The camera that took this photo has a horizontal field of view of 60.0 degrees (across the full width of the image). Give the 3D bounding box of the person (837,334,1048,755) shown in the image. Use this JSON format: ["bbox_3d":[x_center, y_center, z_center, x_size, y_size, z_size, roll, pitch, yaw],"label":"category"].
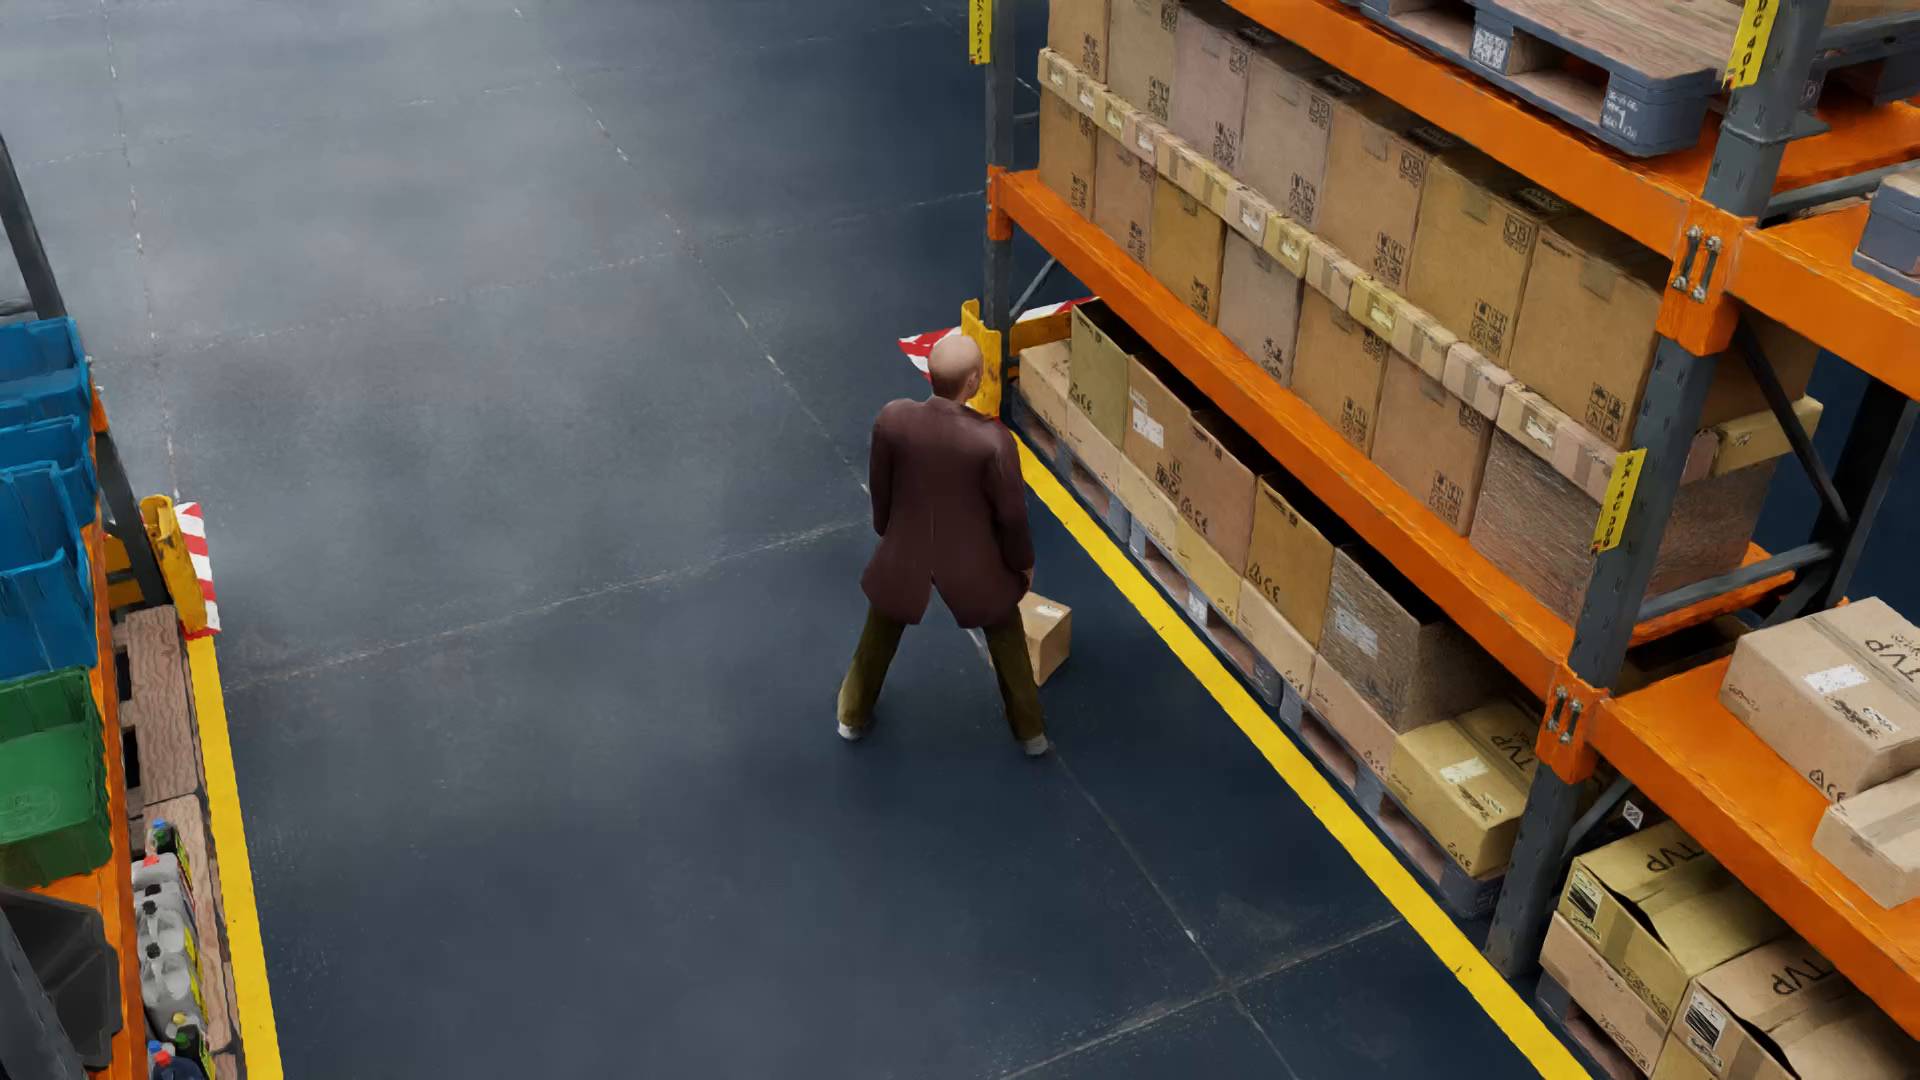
[{"bbox_3d":[-0.075,0.042,6.129,0.903,1.759,0.433,10,38,13],"label":"person"}]
